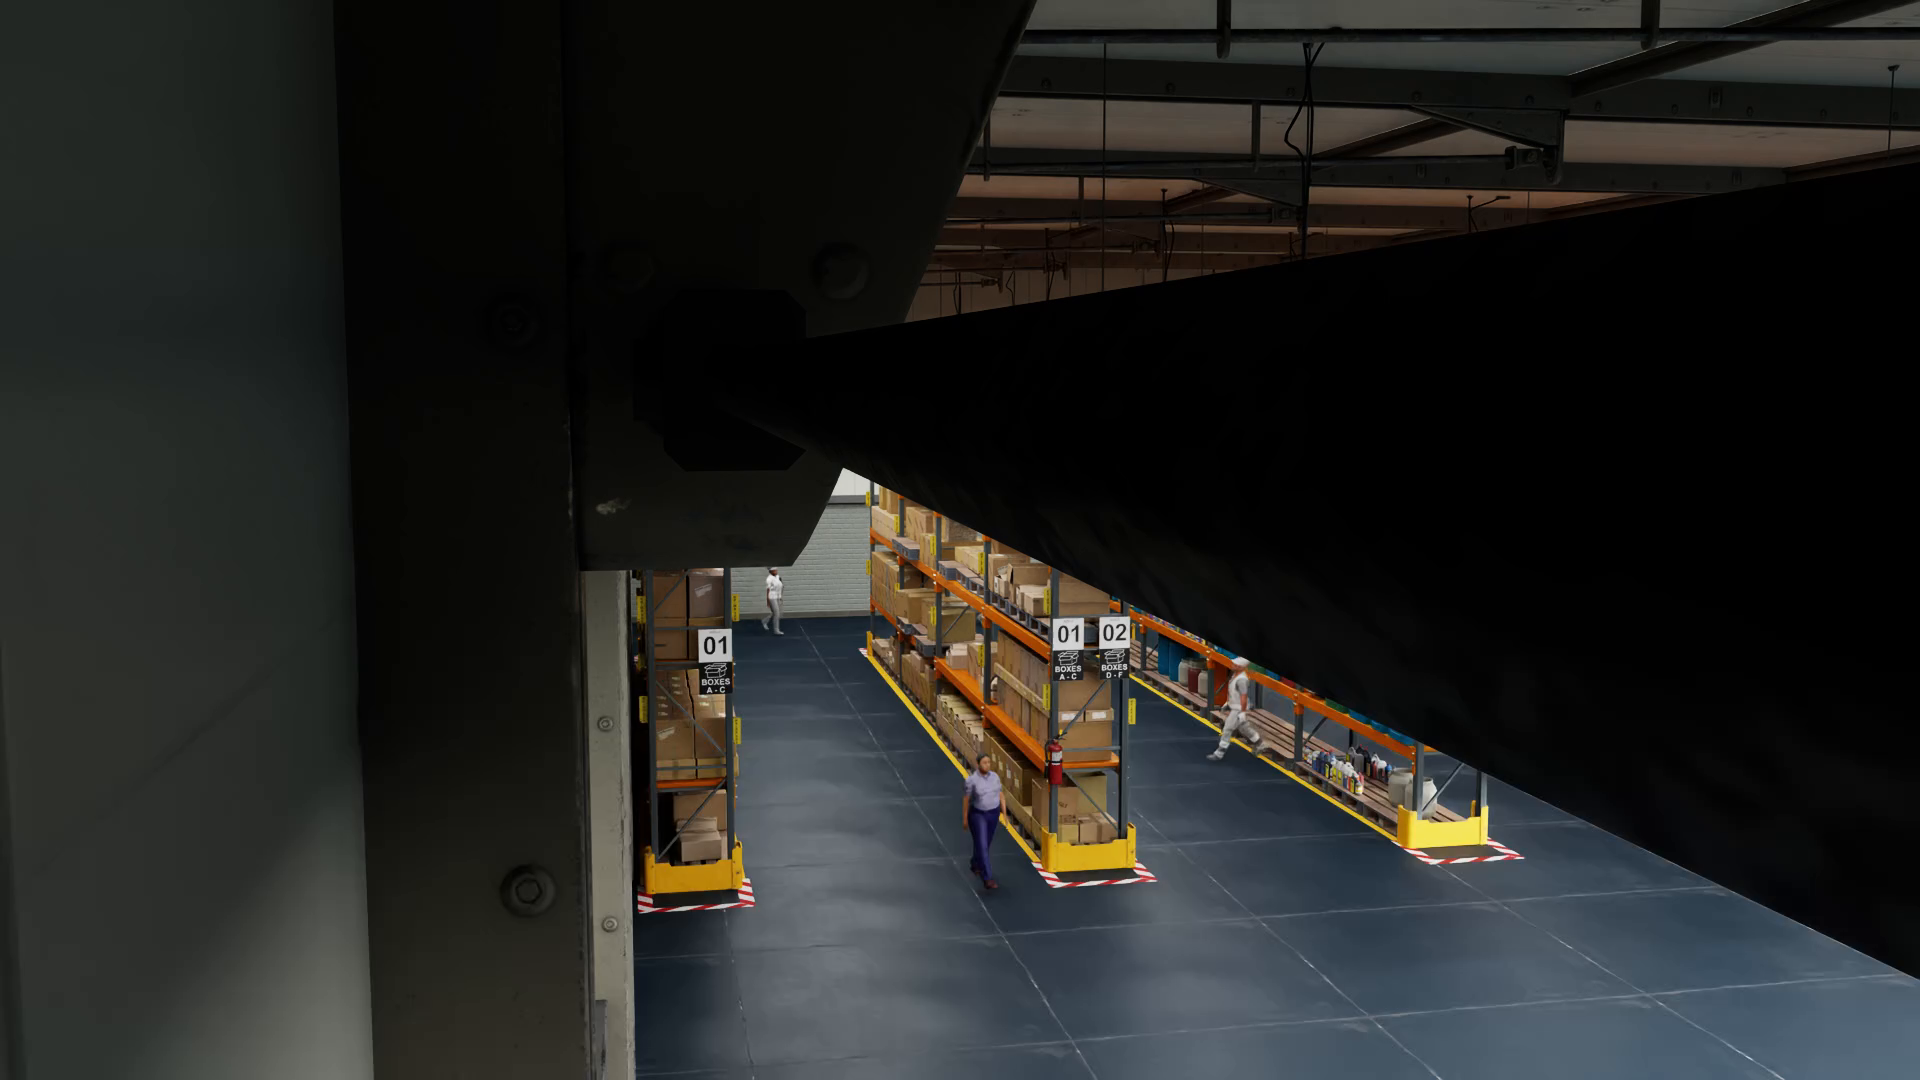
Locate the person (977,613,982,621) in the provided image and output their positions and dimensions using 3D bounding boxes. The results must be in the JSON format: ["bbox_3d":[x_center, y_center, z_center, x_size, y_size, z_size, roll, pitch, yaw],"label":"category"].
[{"bbox_3d":[0.880,1.279,40.489,1.079,1.568,0.525,2,6,20],"label":"person"}]

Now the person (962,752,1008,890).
[{"bbox_3d":[0.327,3.401,20.292,0.556,1.599,0.978,-4,7,-35],"label":"person"}]

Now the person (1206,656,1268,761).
[{"bbox_3d":[4.478,2.707,26.588,1.085,1.721,0.537,-1,6,-11],"label":"person"}]

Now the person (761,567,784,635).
[{"bbox_3d":[-4.426,1.384,39.285,0.680,1.666,0.450,3,7,26],"label":"person"}]
